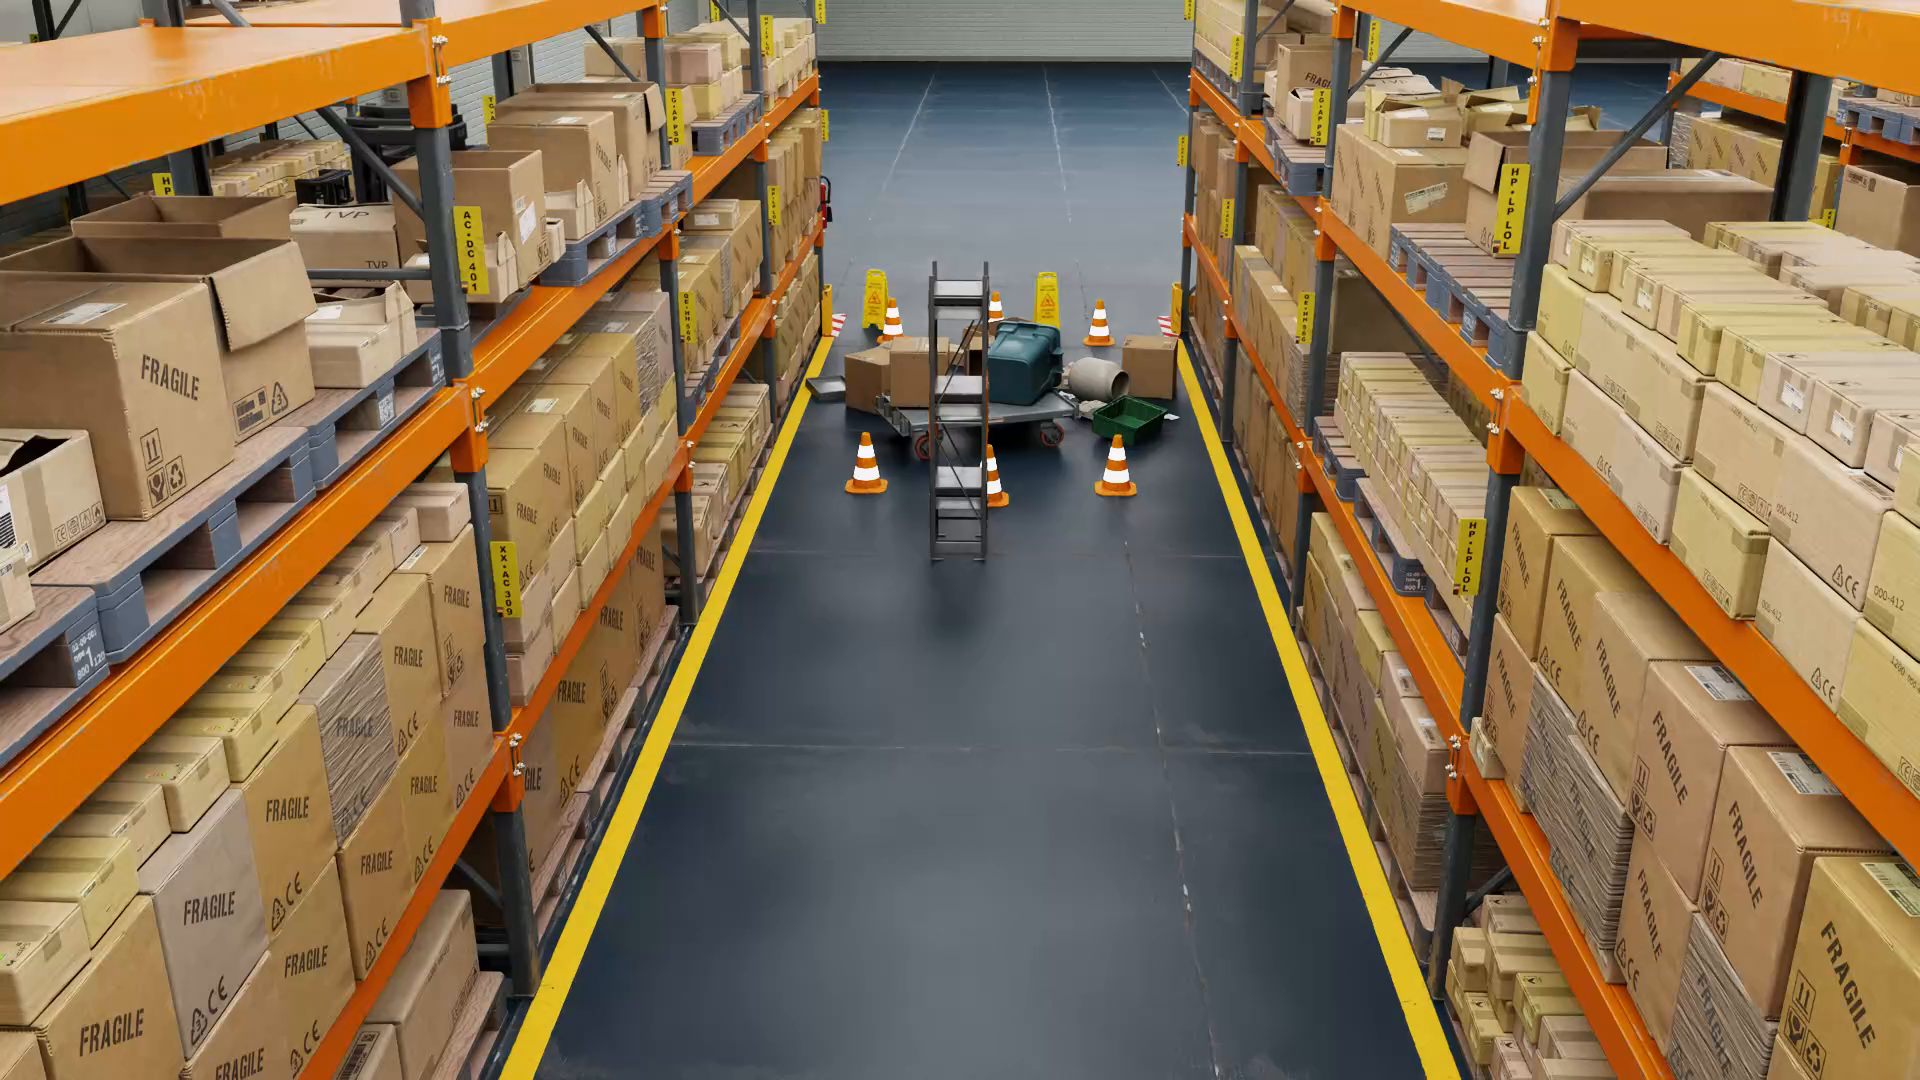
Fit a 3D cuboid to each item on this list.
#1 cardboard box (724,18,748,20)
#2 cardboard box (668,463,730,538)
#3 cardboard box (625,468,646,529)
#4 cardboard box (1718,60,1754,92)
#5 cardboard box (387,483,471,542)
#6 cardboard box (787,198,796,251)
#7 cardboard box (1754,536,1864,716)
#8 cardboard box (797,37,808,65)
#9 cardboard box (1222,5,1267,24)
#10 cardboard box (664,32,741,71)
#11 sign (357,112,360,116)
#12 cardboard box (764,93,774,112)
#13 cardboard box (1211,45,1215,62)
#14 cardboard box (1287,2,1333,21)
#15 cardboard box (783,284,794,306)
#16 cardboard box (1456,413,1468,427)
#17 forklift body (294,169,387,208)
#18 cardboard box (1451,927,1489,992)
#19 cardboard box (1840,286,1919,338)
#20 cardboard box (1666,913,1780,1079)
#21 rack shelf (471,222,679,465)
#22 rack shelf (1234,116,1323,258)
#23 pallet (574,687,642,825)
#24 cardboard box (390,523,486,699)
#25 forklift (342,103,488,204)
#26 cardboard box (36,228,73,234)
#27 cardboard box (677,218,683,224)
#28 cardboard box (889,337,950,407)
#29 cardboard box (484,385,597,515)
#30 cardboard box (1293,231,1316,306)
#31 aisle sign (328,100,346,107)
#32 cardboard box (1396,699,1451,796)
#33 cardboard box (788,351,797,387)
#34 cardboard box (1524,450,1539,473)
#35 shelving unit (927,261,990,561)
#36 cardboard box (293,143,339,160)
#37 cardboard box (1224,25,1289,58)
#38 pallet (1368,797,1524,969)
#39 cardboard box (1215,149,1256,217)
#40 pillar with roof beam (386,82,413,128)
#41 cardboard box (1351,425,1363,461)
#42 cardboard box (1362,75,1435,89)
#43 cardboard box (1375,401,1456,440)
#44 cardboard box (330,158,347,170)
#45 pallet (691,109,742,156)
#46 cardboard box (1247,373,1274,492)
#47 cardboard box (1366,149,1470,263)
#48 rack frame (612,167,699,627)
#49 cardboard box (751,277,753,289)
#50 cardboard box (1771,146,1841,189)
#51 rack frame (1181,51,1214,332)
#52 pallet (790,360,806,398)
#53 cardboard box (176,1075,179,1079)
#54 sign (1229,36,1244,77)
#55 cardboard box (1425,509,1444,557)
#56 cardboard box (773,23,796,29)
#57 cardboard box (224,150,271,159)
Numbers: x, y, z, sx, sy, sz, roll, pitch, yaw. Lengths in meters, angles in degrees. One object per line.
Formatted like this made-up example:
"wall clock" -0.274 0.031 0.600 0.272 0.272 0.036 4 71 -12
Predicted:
"cardboard box" -2.222 -5.270 17.063 0.380 0.149 0.250 0 21 1
"cardboard box" -2.209 -0.293 12.189 0.950 0.372 0.625 0 21 1
"cardboard box" -2.038 -0.228 9.178 0.500 0.250 0.500 0 21 1
"cardboard box" 7.596 -4.426 15.850 0.500 0.250 0.500 1 21 1
"cardboard box" -2.064 -0.105 6.236 0.380 0.149 0.250 0 21 1
"cardboard box" -1.817 -3.002 15.569 0.500 0.500 0.500 0 21 1
"cardboard box" 2.243 0.200 3.928 0.500 0.250 0.500 2 21 4
"cardboard box" -1.784 -4.841 16.508 0.500 0.250 0.500 0 21 1
"cardboard box" 2.544 -4.677 14.815 0.380 0.149 0.250 1 21 2
"cardboard box" -2.019 -3.844 13.077 0.500 0.250 0.500 1 21 3
"sign" -6.427 -4.436 17.887 0.100 0.325 0.005 1 21 2
"cardboard box" -1.808 -3.783 14.331 0.380 0.149 0.250 1 21 2
"cardboard box" 2.567 -4.580 15.669 0.380 0.149 0.250 1 21 2
"cardboard box" 3.219 -4.853 15.268 0.380 0.149 0.250 1 21 1
"cardboard box" -1.764 -2.304 15.607 0.380 0.149 0.250 1 21 4
"cardboard box" 3.135 -0.638 9.794 0.380 0.149 0.250 1 21 1
"forklift body" -5.203 -2.695 16.502 2.313 2.155 1.214 1 21 2
"cardboard box" 2.247 1.735 6.859 0.380 0.149 0.250 2 21 4
"cardboard box" 2.818 -0.641 4.853 0.380 0.149 0.250 0 21 -1
"cardboard box" 2.240 1.339 4.381 0.500 0.500 0.500 1 21 2
"rack shelf" -2.312 -1.191 8.299 1.077 0.370 4.000 1 21 2
"rack shelf" 2.761 -2.619 11.980 1.077 0.370 4.000 1 21 2
"pallet" -2.390 1.173 9.213 1.003 0.211 1.213 1 21 2
"cardboard box" -2.111 0.256 6.201 0.500 0.500 0.500 0 21 1
"forklift" -4.501 -2.345 14.521 1.130 2.935 3.031 1 21 2
"cardboard box" -7.376 -2.478 13.735 0.380 0.149 0.250 0 21 0
"cardboard box" -2.445 -2.331 13.259 0.500 0.500 0.500 1 21 2
"cardboard box" -0.349 -1.476 14.595 0.500 0.500 0.500 1 21 2
"cardboard box" -2.066 -0.439 7.993 0.500 0.500 0.500 0 21 0
"cardboard box" 2.751 -1.876 11.698 0.700 0.500 0.500 0 21 1
"aisle sign" -6.673 -5.029 17.750 0.394 0.787 0.004 1 21 2
"cardboard box" 2.348 0.961 7.743 0.500 0.250 0.500 0 21 0
"cardboard box" -1.836 -1.615 15.764 0.500 0.250 0.500 2 21 5
"cardboard box" 3.093 -0.445 8.474 0.380 0.149 0.250 1 21 3
"shelving unit" -0.005 -0.919 11.995 0.431 2.100 0.503 1 21 2
"cardboard box" -6.746 -4.063 17.408 0.380 0.149 0.250 1 21 2
"cardboard box" 2.596 -4.352 14.530 0.500 0.250 0.500 1 21 1
"pallet" 2.601 1.632 8.032 1.003 0.211 1.213 1 21 2
"cardboard box" 2.768 -3.186 14.893 0.875 0.550 0.550 1 21 2
"pillar with roof beam" -3.406 -8.474 21.928 9.100 9.000 0.400 1 21 2
"cardboard box" 2.469 -0.558 9.586 0.380 0.149 0.250 2 21 4
"cardboard box" 2.973 -3.058 11.522 0.500 0.311 0.500 0 21 1
"cardboard box" 2.460 -0.645 8.988 0.380 0.149 0.250 2 21 4
"cardboard box" -6.678 -3.925 17.462 0.380 0.149 0.250 1 21 2
"pallet" -2.283 -3.011 12.255 1.213 0.211 1.003 1 21 2
"cardboard box" 2.860 -0.852 13.108 1.050 0.750 0.750 1 21 2
"cardboard box" 2.399 -1.713 8.512 0.500 0.500 0.500 1 21 2
"rack frame" -2.251 -0.851 10.575 1.000 3.000 0.127 1 21 2
"cardboard box" -1.895 -2.092 13.539 0.380 0.149 0.250 0 21 0
"cardboard box" 7.529 -3.186 14.662 0.500 0.500 0.500 1 21 2
"rack frame" 2.943 -3.725 17.984 1.000 3.000 0.127 1 21 2
"pallet" -2.110 -1.683 16.574 1.003 0.211 1.213 1 21 2
"cardboard box" -2.205 1.641 4.014 0.500 0.500 0.500 0 21 1
"sign" 2.267 -3.961 13.620 0.100 0.325 0.005 1 21 2
"cardboard box" 2.414 -0.034 7.825 0.380 0.149 0.250 0 21 0
"cardboard box" -1.818 -4.994 16.353 0.380 0.149 0.250 1 21 2
"cardboard box" -7.251 -3.886 16.952 0.380 0.149 0.250 1 21 2
